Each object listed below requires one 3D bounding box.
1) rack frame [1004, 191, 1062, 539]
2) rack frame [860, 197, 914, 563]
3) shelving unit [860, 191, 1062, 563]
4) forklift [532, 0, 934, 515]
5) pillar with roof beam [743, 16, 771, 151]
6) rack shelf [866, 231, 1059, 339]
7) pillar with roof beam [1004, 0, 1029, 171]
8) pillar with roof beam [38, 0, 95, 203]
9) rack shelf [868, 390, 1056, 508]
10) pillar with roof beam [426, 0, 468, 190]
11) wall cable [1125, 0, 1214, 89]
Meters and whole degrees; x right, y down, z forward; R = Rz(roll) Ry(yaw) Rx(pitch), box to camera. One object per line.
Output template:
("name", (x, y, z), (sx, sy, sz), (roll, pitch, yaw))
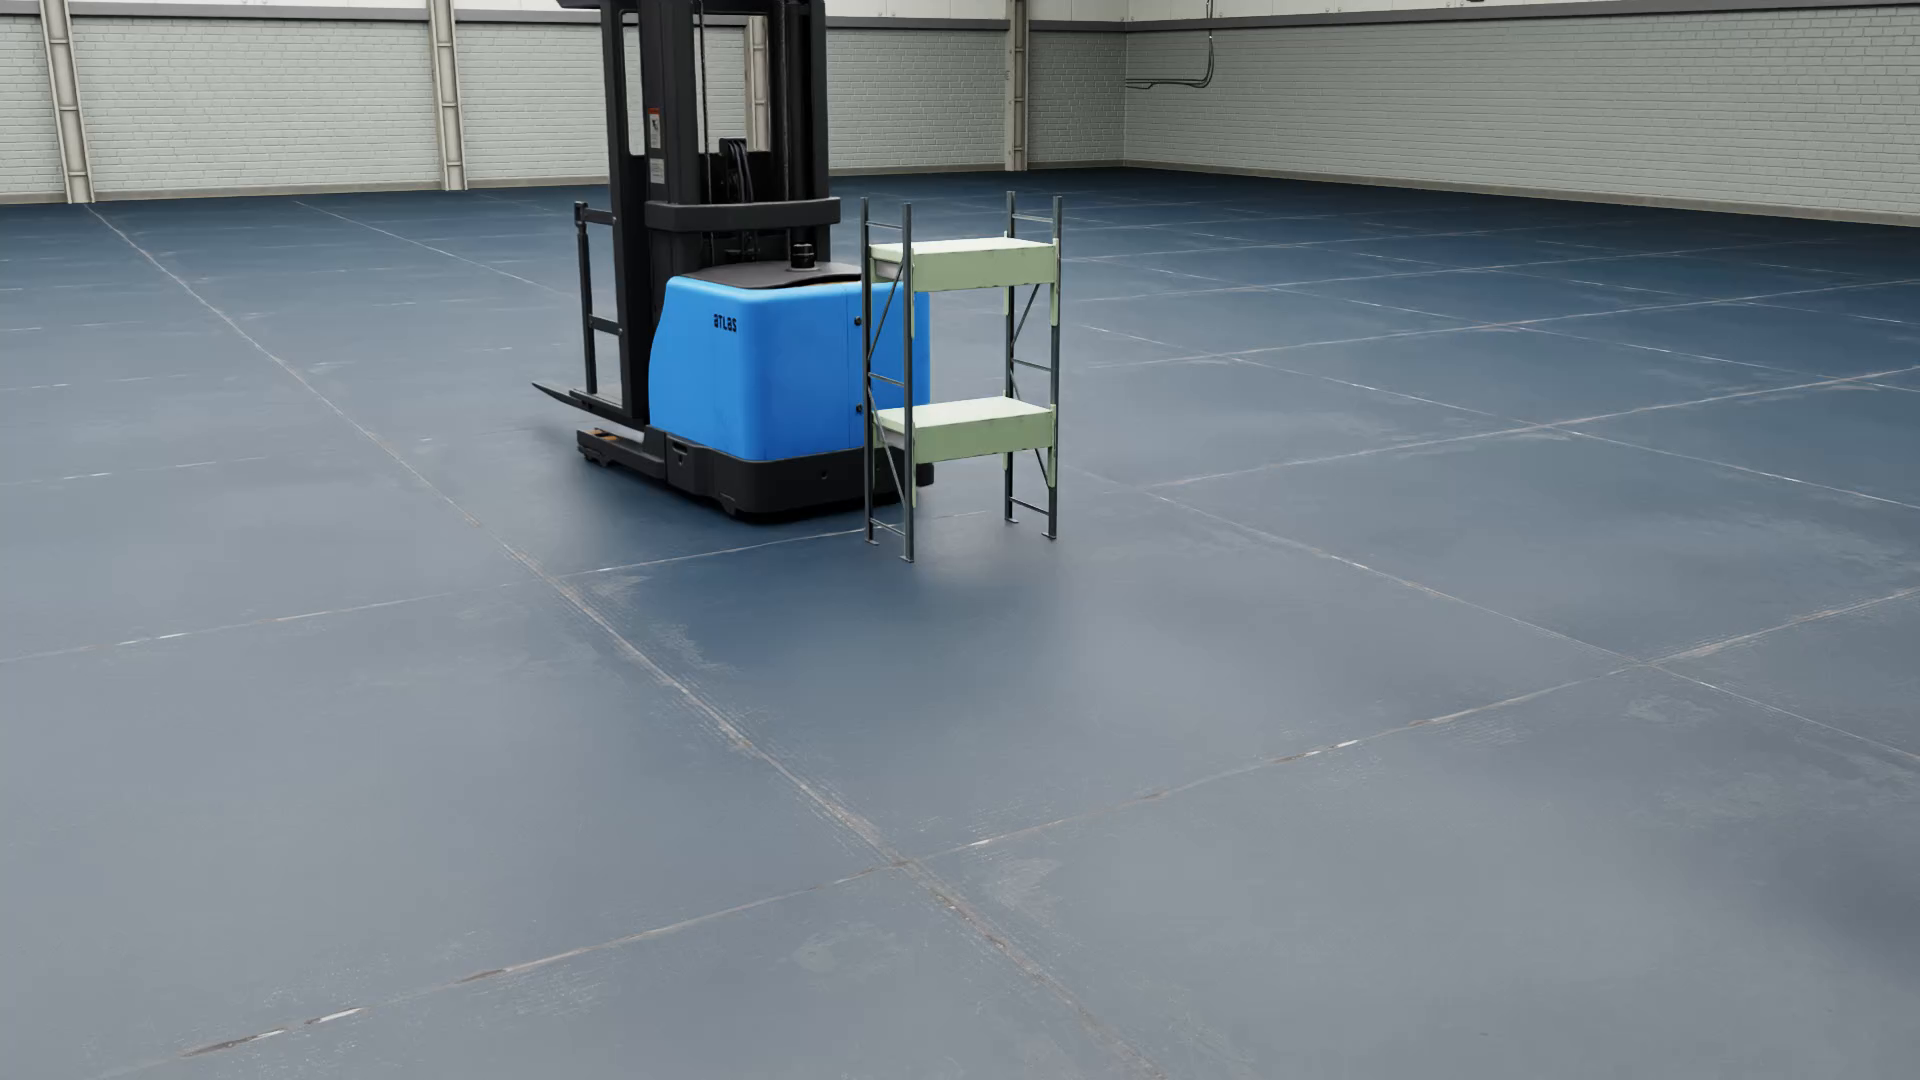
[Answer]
("rack frame", (0.319, -0.774, 7.392), (0.023, 1.500, 0.400), (-9, 18, -30))
("rack frame", (-0.308, -0.672, 7.029), (0.023, 1.500, 0.400), (-9, 18, -30))
("shelving unit", (0.006, -0.723, 7.211), (0.755, 1.500, 0.431), (-9, 18, -30))
("forklift", (-1.403, -1.865, 8.634), (1.130, 2.935, 3.031), (-11, 19, -35))
("pillar with roof beam", (-1.724, -10.472, 28.097), (0.400, 9.000, 9.100), (-9, 18, -30))
("rack shelf", (0.006, -1.099, 7.105), (0.720, 0.370, 0.431), (-9, 18, -30))
("pillar with roof beam", (3.419, -11.306, 31.072), (0.400, 9.000, 9.100), (-9, 18, -30))
("pillar with roof beam", (-12.010, -8.804, 22.146), (0.400, 9.000, 9.100), (-9, 18, -30))
("rack shelf", (0.006, -0.409, 7.299), (0.720, 0.370, 0.431), (-9, 18, -30))
("pillar with roof beam", (-6.867, -9.638, 25.121), (0.400, 9.000, 9.100), (-9, 18, -30))
("wall cable", (4.409, -10.911, 35.414), (0.112, 2.526, 3.097), (-9, 18, -30))
